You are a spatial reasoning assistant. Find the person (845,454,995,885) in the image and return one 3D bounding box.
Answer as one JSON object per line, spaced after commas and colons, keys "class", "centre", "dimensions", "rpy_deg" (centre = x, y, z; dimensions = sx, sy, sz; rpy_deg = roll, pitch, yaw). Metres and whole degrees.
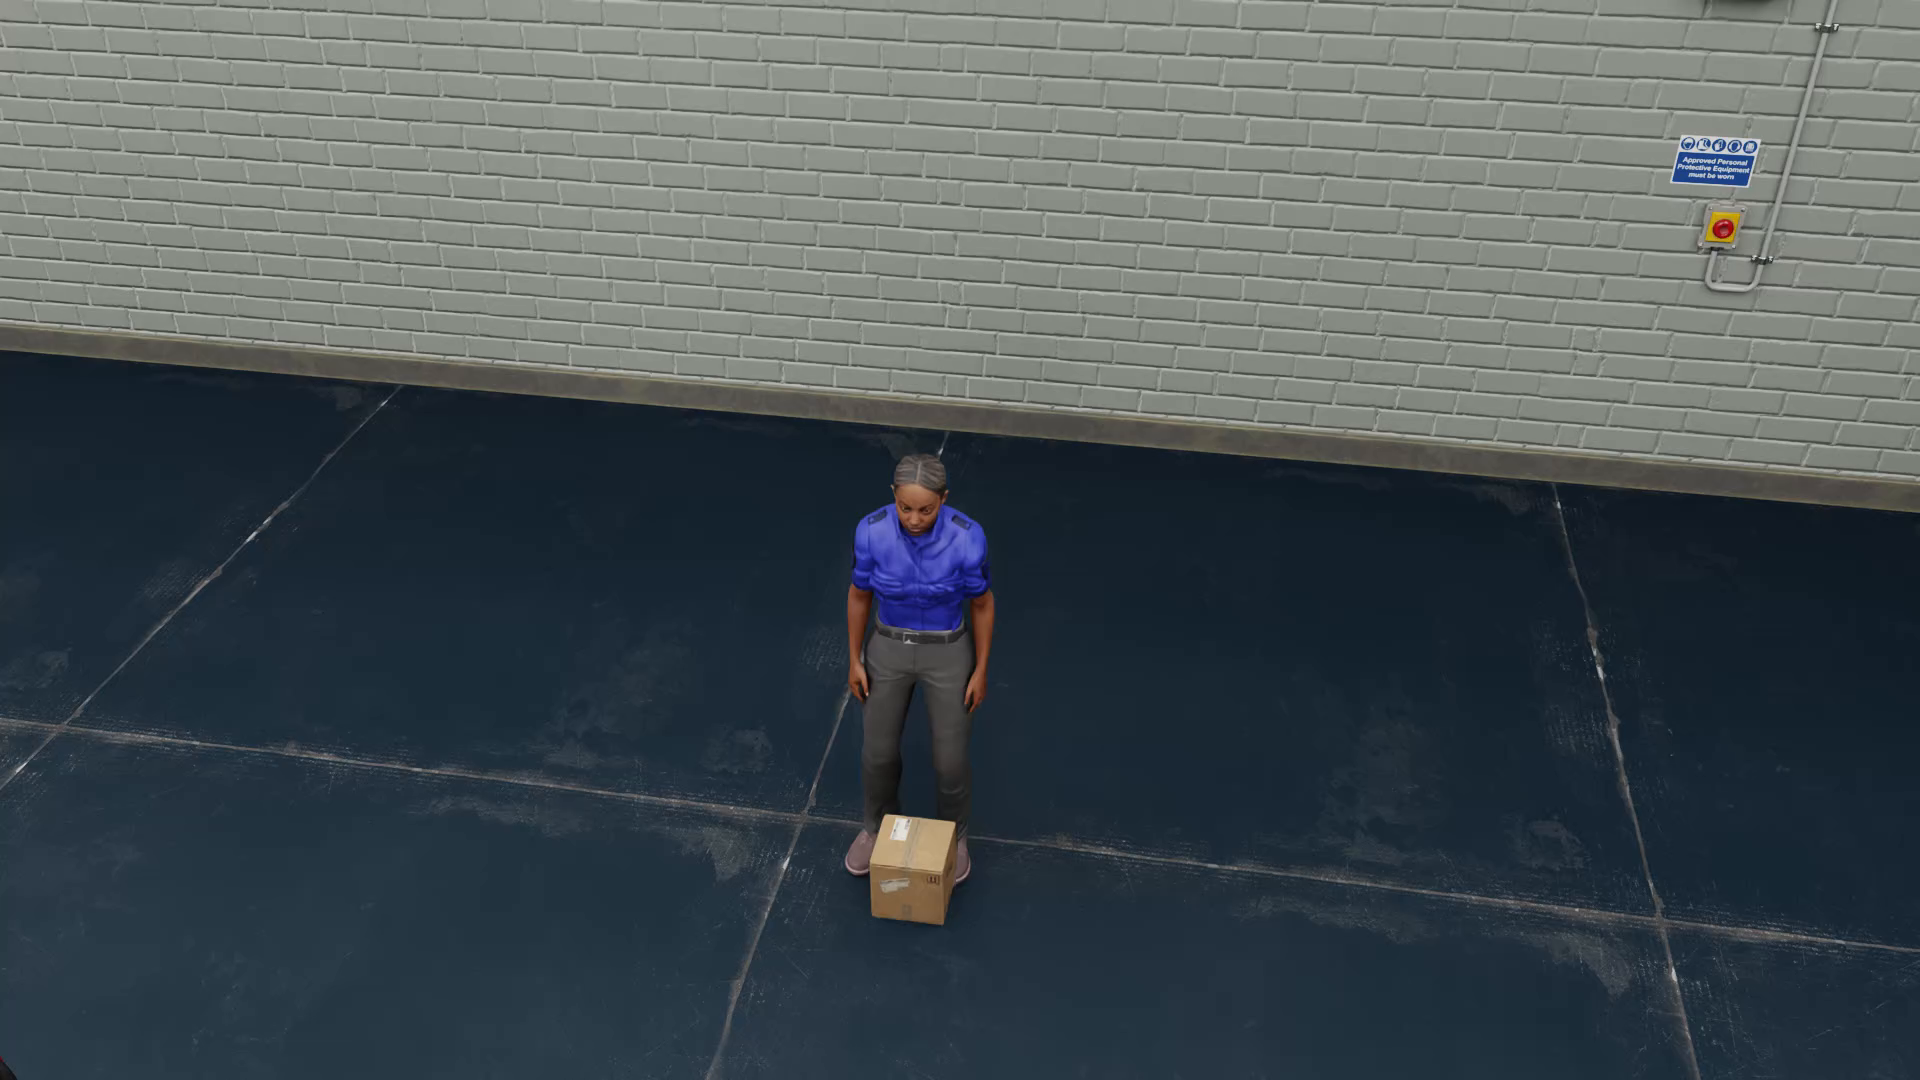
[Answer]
{"class": "person", "centre": [-0.143, 0.411, 5.498], "dimensions": [0.503, 1.655, 0.348], "rpy_deg": [4, 33, 7]}
